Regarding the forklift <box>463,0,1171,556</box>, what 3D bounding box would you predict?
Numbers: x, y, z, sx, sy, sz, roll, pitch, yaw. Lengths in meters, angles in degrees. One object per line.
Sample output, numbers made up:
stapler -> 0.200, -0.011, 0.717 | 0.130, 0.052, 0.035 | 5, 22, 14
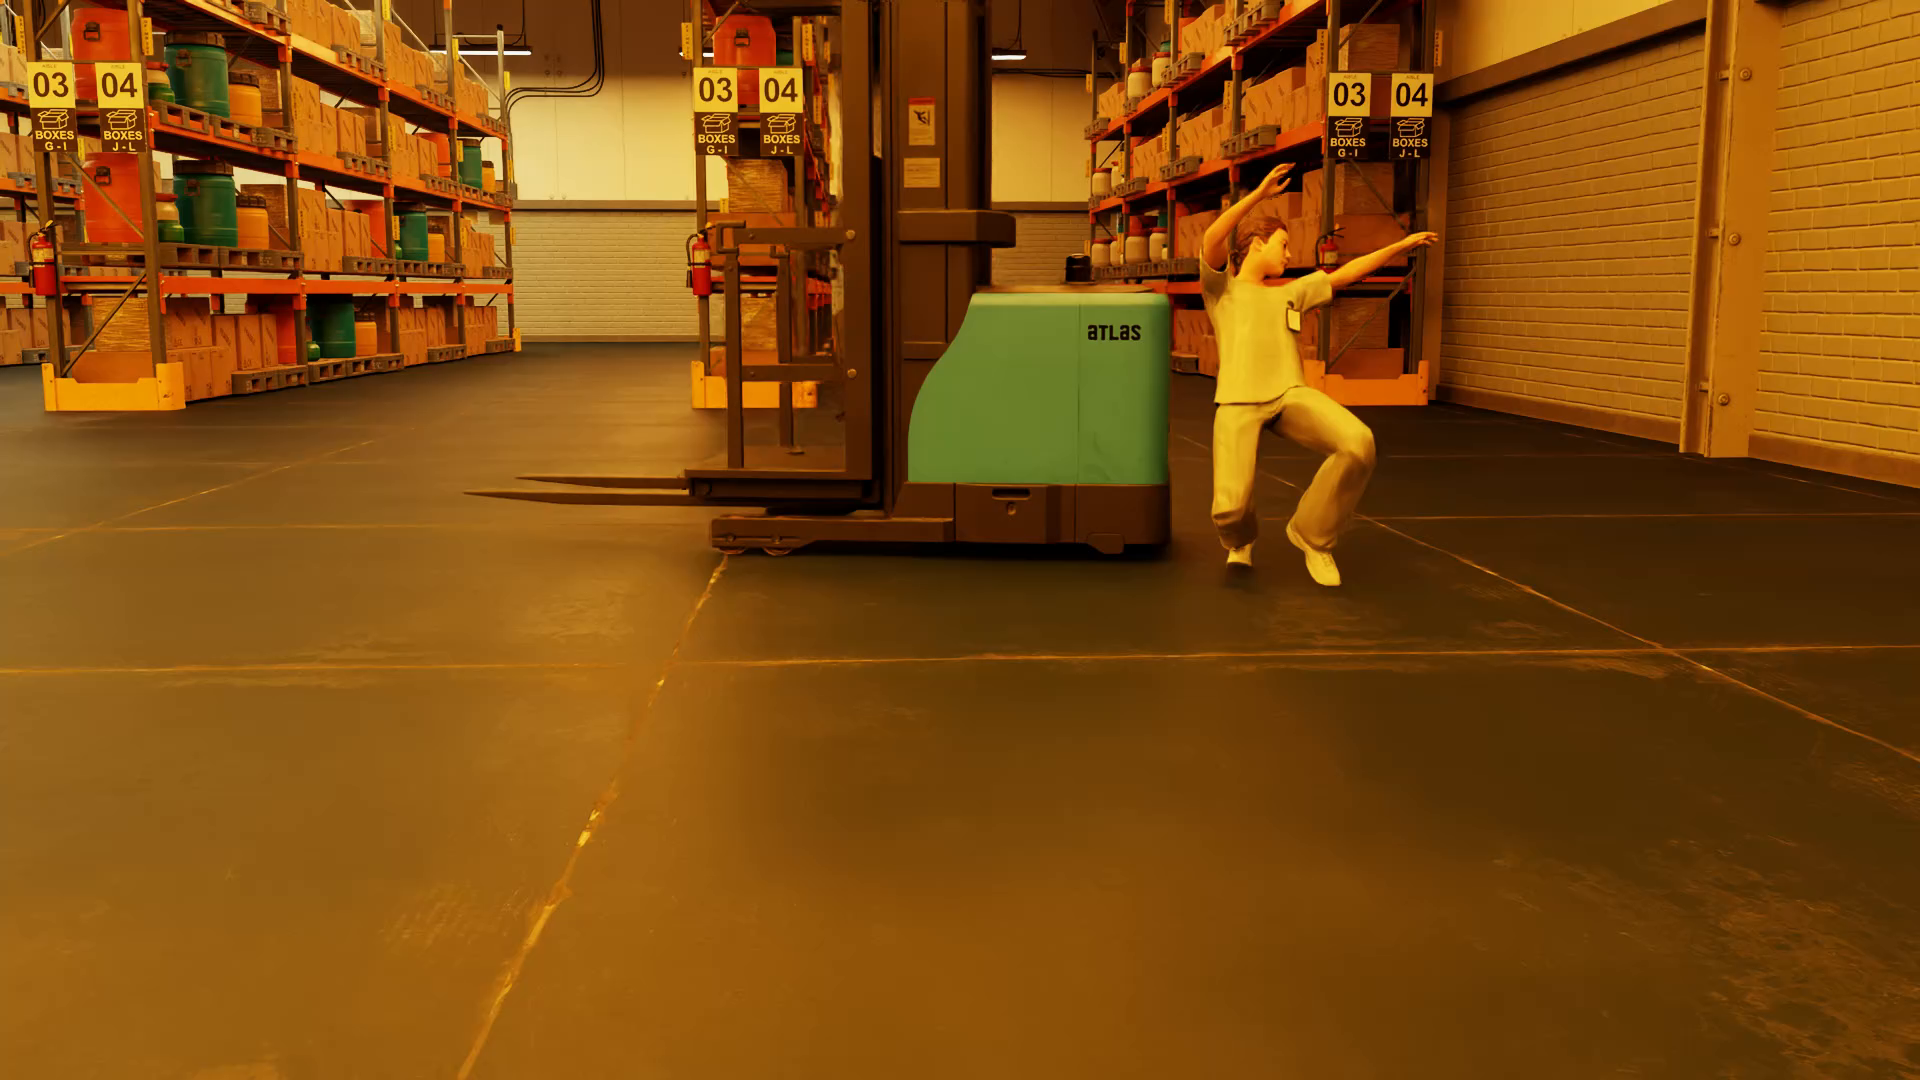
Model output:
forklift -> -0.608, -1.459, 7.156 | 3.031, 2.935, 1.130 | 1, 8, 6

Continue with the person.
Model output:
person -> 1.381, -0.611, 6.240 | 0.980, 1.555, 0.802 | -1, 9, -7
